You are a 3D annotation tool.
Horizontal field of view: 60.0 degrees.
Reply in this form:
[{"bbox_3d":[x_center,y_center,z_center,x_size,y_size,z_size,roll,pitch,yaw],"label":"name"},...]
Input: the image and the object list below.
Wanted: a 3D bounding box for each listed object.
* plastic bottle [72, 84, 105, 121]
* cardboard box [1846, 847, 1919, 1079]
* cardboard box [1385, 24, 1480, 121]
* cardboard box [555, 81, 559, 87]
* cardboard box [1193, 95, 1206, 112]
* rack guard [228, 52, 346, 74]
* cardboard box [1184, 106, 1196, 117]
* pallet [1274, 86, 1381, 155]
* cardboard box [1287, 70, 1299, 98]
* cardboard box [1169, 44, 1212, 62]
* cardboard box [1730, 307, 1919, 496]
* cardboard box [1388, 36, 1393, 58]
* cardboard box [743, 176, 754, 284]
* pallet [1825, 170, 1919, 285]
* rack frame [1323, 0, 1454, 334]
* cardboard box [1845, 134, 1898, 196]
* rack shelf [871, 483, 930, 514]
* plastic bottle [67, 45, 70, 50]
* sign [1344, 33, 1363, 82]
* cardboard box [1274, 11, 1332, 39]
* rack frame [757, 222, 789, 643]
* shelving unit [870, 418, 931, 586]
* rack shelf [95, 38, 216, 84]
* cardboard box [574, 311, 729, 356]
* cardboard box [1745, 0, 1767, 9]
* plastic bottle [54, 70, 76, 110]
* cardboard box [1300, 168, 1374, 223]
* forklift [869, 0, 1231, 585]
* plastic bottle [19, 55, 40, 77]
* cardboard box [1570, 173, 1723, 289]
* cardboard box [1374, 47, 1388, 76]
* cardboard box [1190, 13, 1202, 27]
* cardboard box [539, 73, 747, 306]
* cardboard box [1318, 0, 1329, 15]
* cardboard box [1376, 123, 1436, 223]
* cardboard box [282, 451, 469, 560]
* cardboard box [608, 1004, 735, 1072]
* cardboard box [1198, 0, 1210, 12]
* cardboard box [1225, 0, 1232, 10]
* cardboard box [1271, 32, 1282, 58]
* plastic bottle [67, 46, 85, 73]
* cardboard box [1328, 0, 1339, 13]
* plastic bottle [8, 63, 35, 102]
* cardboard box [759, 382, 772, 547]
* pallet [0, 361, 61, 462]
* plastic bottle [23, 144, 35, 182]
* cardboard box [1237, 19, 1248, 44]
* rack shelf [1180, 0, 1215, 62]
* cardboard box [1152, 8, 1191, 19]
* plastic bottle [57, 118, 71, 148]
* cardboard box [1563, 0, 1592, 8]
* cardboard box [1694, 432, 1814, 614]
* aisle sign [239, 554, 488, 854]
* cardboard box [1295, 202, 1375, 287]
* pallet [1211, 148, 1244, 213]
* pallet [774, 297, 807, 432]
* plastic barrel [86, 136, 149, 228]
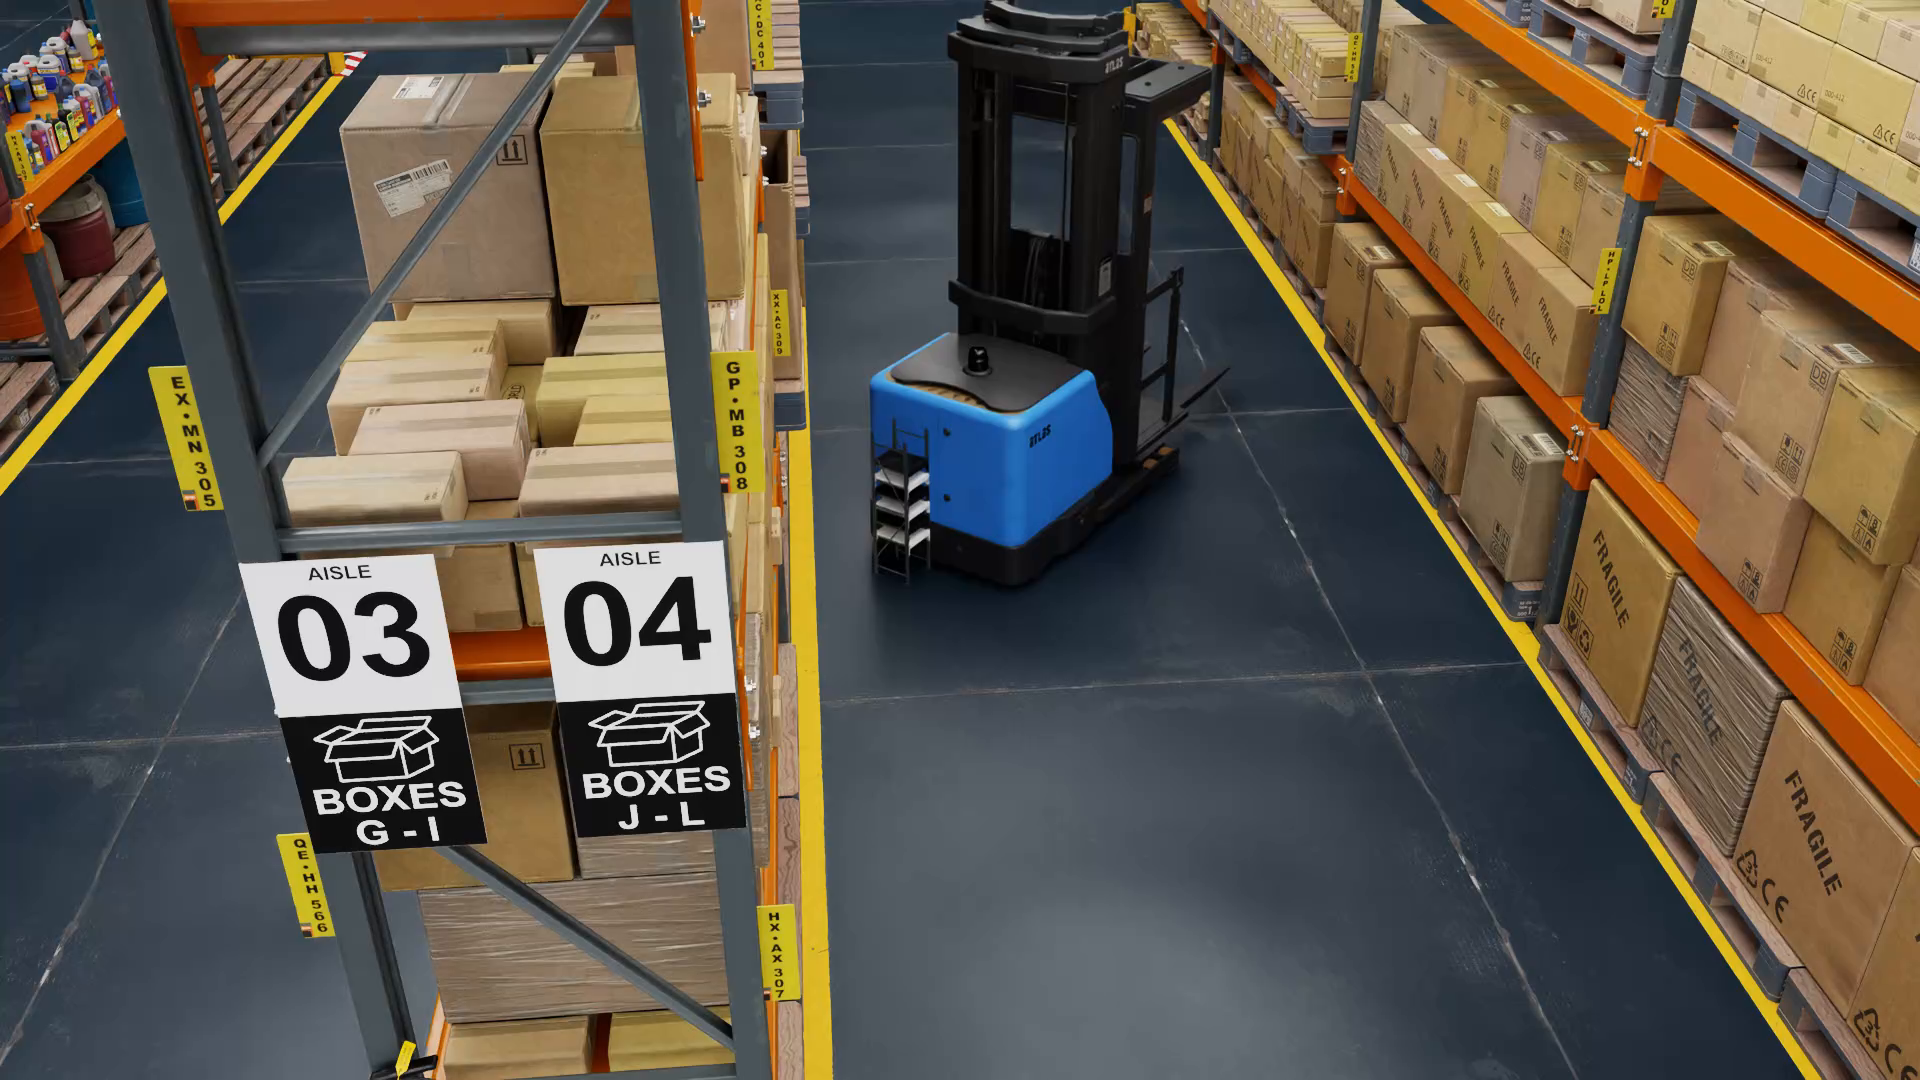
[{"bbox_3d":[-6.530,-3.290,12.455,0.152,0.276,0.135,-3,31,-5],"label":"plastic bottle"},{"bbox_3d":[3.816,1.651,5.724,0.875,0.875,0.875,-3,31,-4],"label":"cardboard box"},{"bbox_3d":[3.229,-3.065,10.884,0.700,0.500,0.500,-3,31,-5],"label":"cardboard box"},{"bbox_3d":[-1.560,-1.675,6.462,0.380,0.149,0.250,-4,31,-7],"label":"cardboard box"},{"bbox_3d":[2.440,-4.232,15.991,0.380,0.149,0.250,-4,31,-7],"label":"cardboard box"},{"bbox_3d":[-7.444,-5.422,18.340,1.175,0.500,0.348,-3,31,-5],"label":"rack guard"},{"bbox_3d":[2.418,-4.273,16.350,0.380,0.149,0.250,-4,31,-6],"label":"cardboard box"},{"bbox_3d":[3.025,-3.099,12.200,1.213,0.211,1.003,-3,31,-5],"label":"pallet"},{"bbox_3d":[2.648,-3.383,12.324,0.380,0.149,0.250,-2,31,-4],"label":"cardboard box"},{"bbox_3d":[2.336,-4.908,16.833,0.380,0.149,0.250,-4,31,-6],"label":"cardboard box"},{"bbox_3d":[3.652,-0.561,6.565,0.875,0.550,0.550,-3,31,-5],"label":"cardboard box"},{"bbox_3d":[3.319,-3.533,11.995,0.380,0.149,0.250,-4,31,-6],"label":"cardboard box"},{"bbox_3d":[-0.983,-1.070,5.838,0.500,0.250,0.500,-3,31,-5],"label":"cardboard box"},{"bbox_3d":[3.748,-0.990,5.645,1.003,0.211,1.213,-3,31,-5],"label":"pallet"},{"bbox_3d":[3.197,-2.822,11.551,1.000,3.000,0.127,-3,31,-5],"label":"rack frame"},{"bbox_3d":[3.387,-1.331,5.867,0.380,0.149,0.250,-3,31,-5],"label":"cardboard box"},{"bbox_3d":[-0.327,-0.253,9.186,0.258,0.077,0.200,19,36,29],"label":"rack shelf"},{"bbox_3d":[-7.405,-4.022,13.753,0.097,0.201,0.097,0,31,0],"label":"plastic bottle"},{"bbox_3d":[2.658,-3.255,11.222,0.100,0.325,0.005,-3,31,-5],"label":"sign"},{"bbox_3d":[2.604,-3.900,12.610,0.380,0.149,0.250,-3,31,-5],"label":"cardboard box"},{"bbox_3d":[-1.377,-0.594,7.820,1.000,3.000,0.127,-3,31,-5],"label":"rack frame"},{"bbox_3d":[-0.326,-0.204,9.215,0.258,0.900,0.210,19,36,29],"label":"shelving unit"},{"bbox_3d":[-7.242,-5.154,16.155,1.077,0.370,4.000,-3,31,-5],"label":"rack shelf"},{"bbox_3d":[-0.827,-0.501,4.496,0.380,0.149,0.250,-2,31,-3],"label":"cardboard box"},{"bbox_3d":[3.292,-2.193,6.532,0.380,0.149,0.250,-3,31,-5],"label":"cardboard box"},{"bbox_3d":[-6.680,-3.328,12.445,0.144,0.351,0.185,-3,31,-5],"label":"plastic bottle"},{"bbox_3d":[2.872,-2.588,12.455,0.500,0.250,0.500,-3,31,-6],"label":"cardboard box"},{"bbox_3d":[0.723,-1.719,9.771,1.130,2.935,3.031,19,36,29],"label":"forklift"},{"bbox_3d":[-7.305,-3.661,13.075,0.152,0.276,0.135,-3,31,-5],"label":"plastic bottle"},{"bbox_3d":[3.519,-1.506,8.273,0.700,0.500,0.500,-3,31,-5],"label":"cardboard box"},{"bbox_3d":[3.296,-3.553,12.320,0.380,0.149,0.250,-4,31,-6],"label":"cardboard box"},{"bbox_3d":[2.718,-5.729,18.208,0.380,0.149,0.250,-2,31,-4],"label":"cardboard box"},{"bbox_3d":[-0.873,-0.996,4.692,0.500,0.500,0.500,-3,31,-5],"label":"cardboard box"},{"bbox_3d":[3.156,-4.338,13.633,0.380,0.149,0.250,-4,31,-7],"label":"cardboard box"},{"bbox_3d":[3.021,-2.364,10.685,0.500,0.500,0.500,-3,31,-5],"label":"cardboard box"},{"bbox_3d":[-1.340,-0.073,3.780,0.380,0.149,0.250,-3,31,-5],"label":"cardboard box"},{"bbox_3d":[-0.792,1.399,4.728,0.380,0.149,0.250,-3,31,-5],"label":"cardboard box"},{"bbox_3d":[2.431,-5.018,15.471,0.380,0.149,0.250,-4,31,-6],"label":"cardboard box"},{"bbox_3d":[2.453,-4.578,14.035,0.380,0.149,0.250,-2,31,-3],"label":"cardboard box"},{"bbox_3d":[2.600,-3.778,12.696,0.380,0.149,0.250,-3,31,-5],"label":"cardboard box"},{"bbox_3d":[-7.235,-3.930,13.599,0.097,0.201,0.097,0,31,0],"label":"plastic bottle"},{"bbox_3d":[3.176,-4.331,13.332,0.380,0.149,0.250,-4,31,-7],"label":"cardboard box"},{"bbox_3d":[-7.283,-3.542,12.877,0.152,0.276,0.135,-3,31,-5],"label":"plastic bottle"},{"bbox_3d":[-0.924,-0.212,5.817,0.500,0.500,0.500,-3,31,-5],"label":"cardboard box"},{"bbox_3d":[-6.648,-0.805,10.892,1.003,0.211,1.213,-3,31,-5],"label":"pallet"},{"bbox_3d":[-6.400,-2.582,11.269,0.152,0.276,0.135,-3,31,-5],"label":"plastic bottle"},{"bbox_3d":[2.500,-4.187,13.670,0.380,0.149,0.250,-4,31,-7],"label":"cardboard box"},{"bbox_3d":[2.637,-5.577,16.864,1.077,0.370,4.000,-3,31,-5],"label":"rack shelf"},{"bbox_3d":[2.306,-5.700,18.158,0.380,0.149,0.250,-2,31,-4],"label":"cardboard box"},{"bbox_3d":[-6.440,-2.915,11.899,0.097,0.201,0.097,0,31,0],"label":"plastic bottle"},{"bbox_3d":[3.237,-2.847,8.305,0.500,0.250,0.500,-3,31,-5],"label":"cardboard box"},{"bbox_3d":[3.625,-0.096,6.839,0.875,0.550,0.550,-3,31,-5],"label":"cardboard box"},{"bbox_3d":[-1.296,0.378,3.657,0.394,0.787,0.004,-3,31,-5],"label":"aisle sign"},{"bbox_3d":[2.875,-2.253,12.625,0.500,0.500,0.500,-3,31,-5],"label":"cardboard box"},{"bbox_3d":[2.898,-3.270,15.019,1.003,0.211,1.213,-3,31,-5],"label":"pallet"},{"bbox_3d":[-1.303,-0.909,8.534,1.003,0.211,1.213,-3,31,-5],"label":"pallet"},{"bbox_3d":[-6.955,-3.081,13.620,0.600,0.901,0.708,-3,31,-5],"label":"plastic barrel"}]
